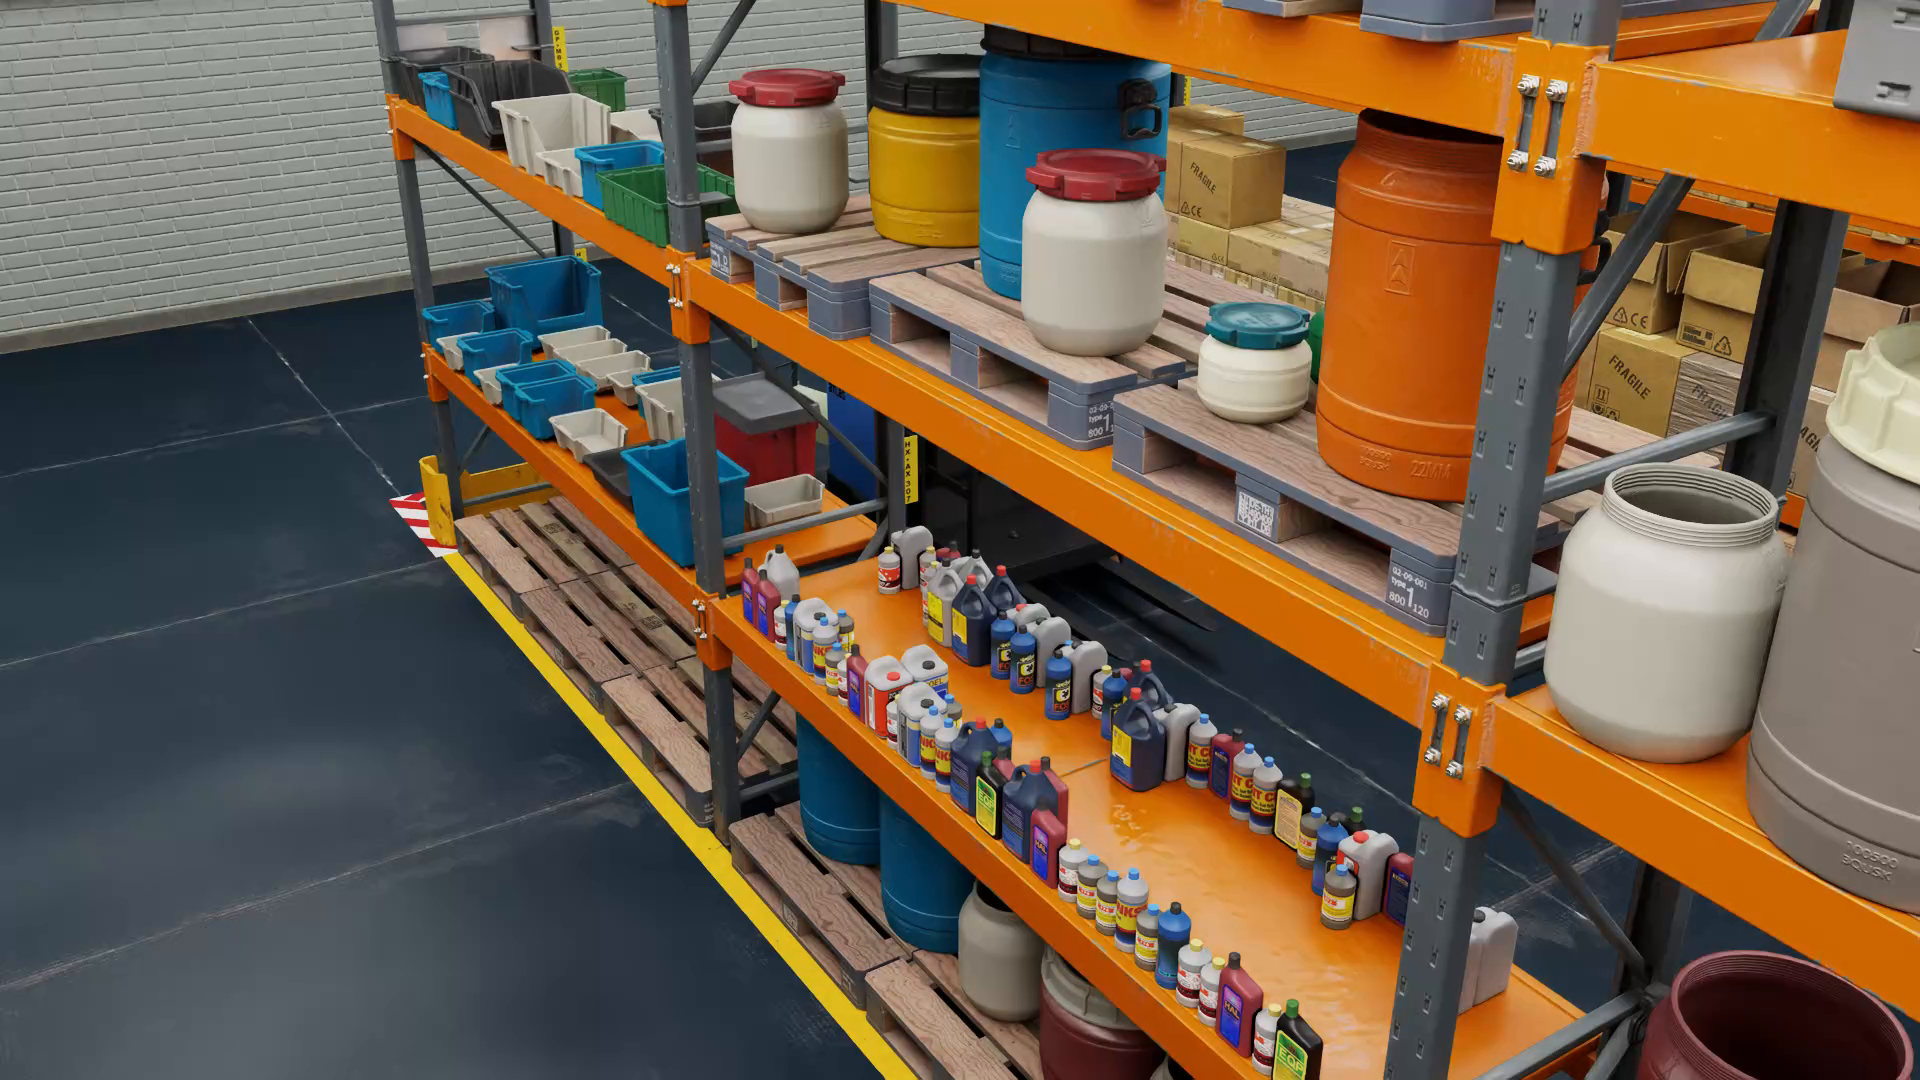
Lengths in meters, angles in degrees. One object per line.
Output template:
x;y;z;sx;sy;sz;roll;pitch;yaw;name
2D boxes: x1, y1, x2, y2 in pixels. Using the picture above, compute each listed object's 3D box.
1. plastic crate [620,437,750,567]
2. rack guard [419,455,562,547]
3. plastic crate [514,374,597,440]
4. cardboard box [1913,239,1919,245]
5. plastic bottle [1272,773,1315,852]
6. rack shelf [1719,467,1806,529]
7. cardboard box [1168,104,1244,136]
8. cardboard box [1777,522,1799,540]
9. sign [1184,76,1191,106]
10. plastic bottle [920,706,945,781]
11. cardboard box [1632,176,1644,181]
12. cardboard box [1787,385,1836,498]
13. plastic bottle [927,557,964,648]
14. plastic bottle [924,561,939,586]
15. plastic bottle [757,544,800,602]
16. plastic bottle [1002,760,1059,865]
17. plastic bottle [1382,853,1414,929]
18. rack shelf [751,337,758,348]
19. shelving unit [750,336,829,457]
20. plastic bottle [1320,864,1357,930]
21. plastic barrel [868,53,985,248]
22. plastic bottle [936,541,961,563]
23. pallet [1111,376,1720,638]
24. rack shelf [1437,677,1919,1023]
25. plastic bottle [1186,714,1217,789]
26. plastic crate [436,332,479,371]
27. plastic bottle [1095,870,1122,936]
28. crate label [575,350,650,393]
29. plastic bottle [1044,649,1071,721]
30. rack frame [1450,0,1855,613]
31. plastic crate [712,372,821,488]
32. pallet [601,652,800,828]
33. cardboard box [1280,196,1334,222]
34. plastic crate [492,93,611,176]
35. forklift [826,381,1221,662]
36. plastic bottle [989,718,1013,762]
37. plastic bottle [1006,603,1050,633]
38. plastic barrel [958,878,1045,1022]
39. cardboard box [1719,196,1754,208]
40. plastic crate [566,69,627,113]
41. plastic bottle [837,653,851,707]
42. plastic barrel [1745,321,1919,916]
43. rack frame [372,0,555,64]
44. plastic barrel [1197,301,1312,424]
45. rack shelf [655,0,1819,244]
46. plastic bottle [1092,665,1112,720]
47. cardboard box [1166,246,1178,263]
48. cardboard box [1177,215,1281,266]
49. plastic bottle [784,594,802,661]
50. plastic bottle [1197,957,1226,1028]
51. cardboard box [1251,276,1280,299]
-1.239;-0.172;7.548;0.392;0.384;0.575;-16;29;-30;plastic crate
-2.906;-0.370;10.948;1.175;0.500;0.348;-16;29;-30;rack guard
-2.141;-0.703;8.851;0.416;0.233;0.300;-16;29;-30;plastic crate
7.310;-2.272;12.344;0.380;0.149;0.250;-16;30;-30;cardboard box
1.106;0.883;5.503;0.061;0.283;0.133;-16;29;-30;plastic bottle
4.543;-0.178;8.456;1.077;0.370;4.000;-16;29;-30;rack shelf
1.754;-2.942;12.417;0.500;0.500;0.500;-15;29;-29;cardboard box
4.306;0.096;9.030;1.225;0.875;0.875;-17;30;-31;cardboard box
1.730;-3.401;12.808;0.100;0.325;0.005;-16;29;-30;sign
-0.093;0.710;5.882;0.097;0.271;0.097;0;25;0;plastic bottle
5.913;-3.212;14.335;0.380;0.149;0.250;-14;29;-27;cardboard box
4.327;-0.499;8.175;0.500;0.500;0.500;-15;29;-29;cardboard box
-0.043;0.244;6.777;0.144;0.351;0.185;-16;29;-30;plastic bottle
-0.105;0.188;7.070;0.097;0.201;0.097;0;25;0;plastic bottle
-0.756;0.174;6.925;0.144;0.351;0.185;-16;29;-30;plastic bottle
0.231;0.868;5.455;0.144;0.351;0.185;-16;29;-30;plastic bottle
1.378;1.061;5.125;0.061;0.283;0.133;-16;29;-30;plastic bottle
-1.004;-1.434;11.117;0.720;0.370;0.431;21;32;37;rack shelf
-1.004;-1.081;11.283;0.755;1.500;0.431;21;32;37;shelving unit
1.173;1.097;5.146;0.097;0.201;0.097;0;25;0;plastic bottle
-0.030;-1.416;6.011;0.600;0.588;0.600;0;25;0;plastic barrel
-0.048;0.126;7.105;0.061;0.283;0.133;-16;29;-30;plastic bottle
1.149;-0.201;4.369;1.003;0.211;1.213;-16;29;-30;pallet
2.577;1.051;2.339;1.077;0.370;4.000;-16;29;-30;rack shelf
0.849;0.734;5.833;0.097;0.271;0.097;0;25;0;plastic bottle
-2.918;-1.104;9.813;0.250;0.136;0.298;-16;29;-30;plastic crate
0.467;1.109;5.120;0.097;0.201;0.097;0;25;0;plastic bottle
-1.967;-0.952;9.492;0.396;0.136;0.243;-16;29;-30;crate label
0.368;0.538;6.248;0.097;0.271;0.097;0;25;0;plastic bottle
1.485;-1.346;3.061;1.000;3.000;0.127;-16;29;-30;rack frame
-0.976;-0.498;8.146;0.402;0.464;0.583;-16;29;-30;plastic crate
-1.133;0.943;8.505;1.003;0.211;1.213;-16;29;-30;pallet
2.309;-2.241;11.810;0.500;0.250;0.500;-17;30;-31;cardboard box
-1.931;-1.933;7.956;0.437;0.282;0.530;-16;29;-30;plastic crate
0.341;-1.099;9.646;1.130;2.935;3.031;-15;29;-29;forklift
0.134;0.746;5.806;0.097;0.271;0.097;0;25;0;plastic bottle
0.262;0.369;6.601;0.152;0.276;0.135;-16;29;-30;plastic bottle
0.204;1.546;6.385;0.421;0.512;0.421;0;25;0;plastic barrel
6.396;-2.815;13.493;0.380;0.149;0.250;-15;29;-29;cardboard box
-2.105;-2.469;9.201;0.450;0.188;0.336;-16;29;-30;plastic crate
-0.419;0.528;6.350;0.097;0.201;0.097;0;25;0;plastic bottle
1.751;0.128;2.865;0.600;0.901;0.600;0;25;0;plastic barrel
-2.882;-4.208;9.122;1.000;3.000;0.127;-16;29;-30;rack frame
0.777;-0.467;4.381;0.301;0.262;0.301;0;25;0;plastic barrel
0.393;-1.556;4.815;1.077;0.370;4.000;-16;29;-30;rack shelf
0.548;0.569;6.265;0.097;0.201;0.097;0;25;0;plastic bottle
1.610;-2.056;11.885;0.380;0.149;0.250;-16;30;-30;cardboard box
1.864;-2.116;11.546;0.500;0.250;0.500;-17;30;-31;cardboard box
-0.652;0.344;6.658;0.097;0.271;0.097;0;25;0;plastic bottle
0.733;1.283;4.751;0.097;0.201;0.097;0;25;0;plastic bottle
2.170;-1.688;11.107;0.380;0.149;0.250;-15;29;-29;cardboard box
